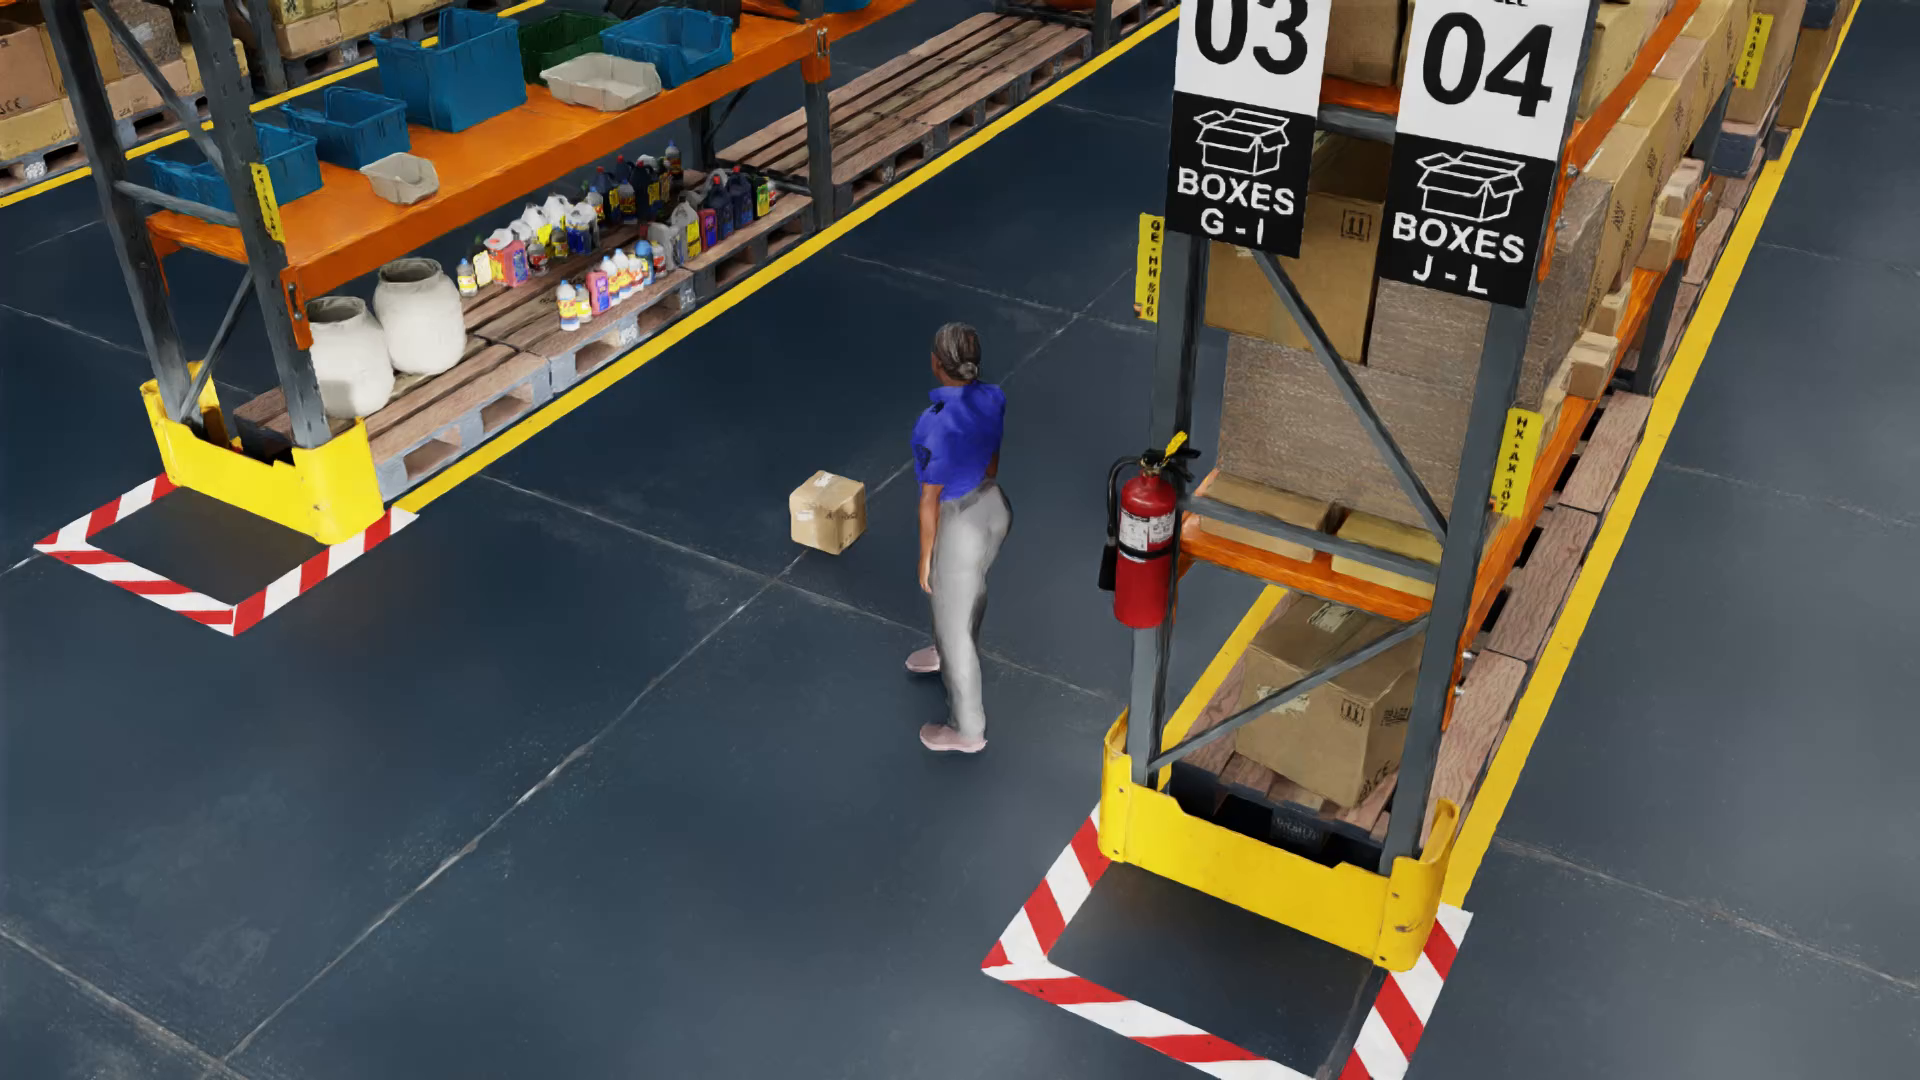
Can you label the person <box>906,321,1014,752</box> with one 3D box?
[{"bbox_3d":[-0.019,-0.026,6.200,0.575,1.659,0.580,22,40,28],"label":"person"}]
